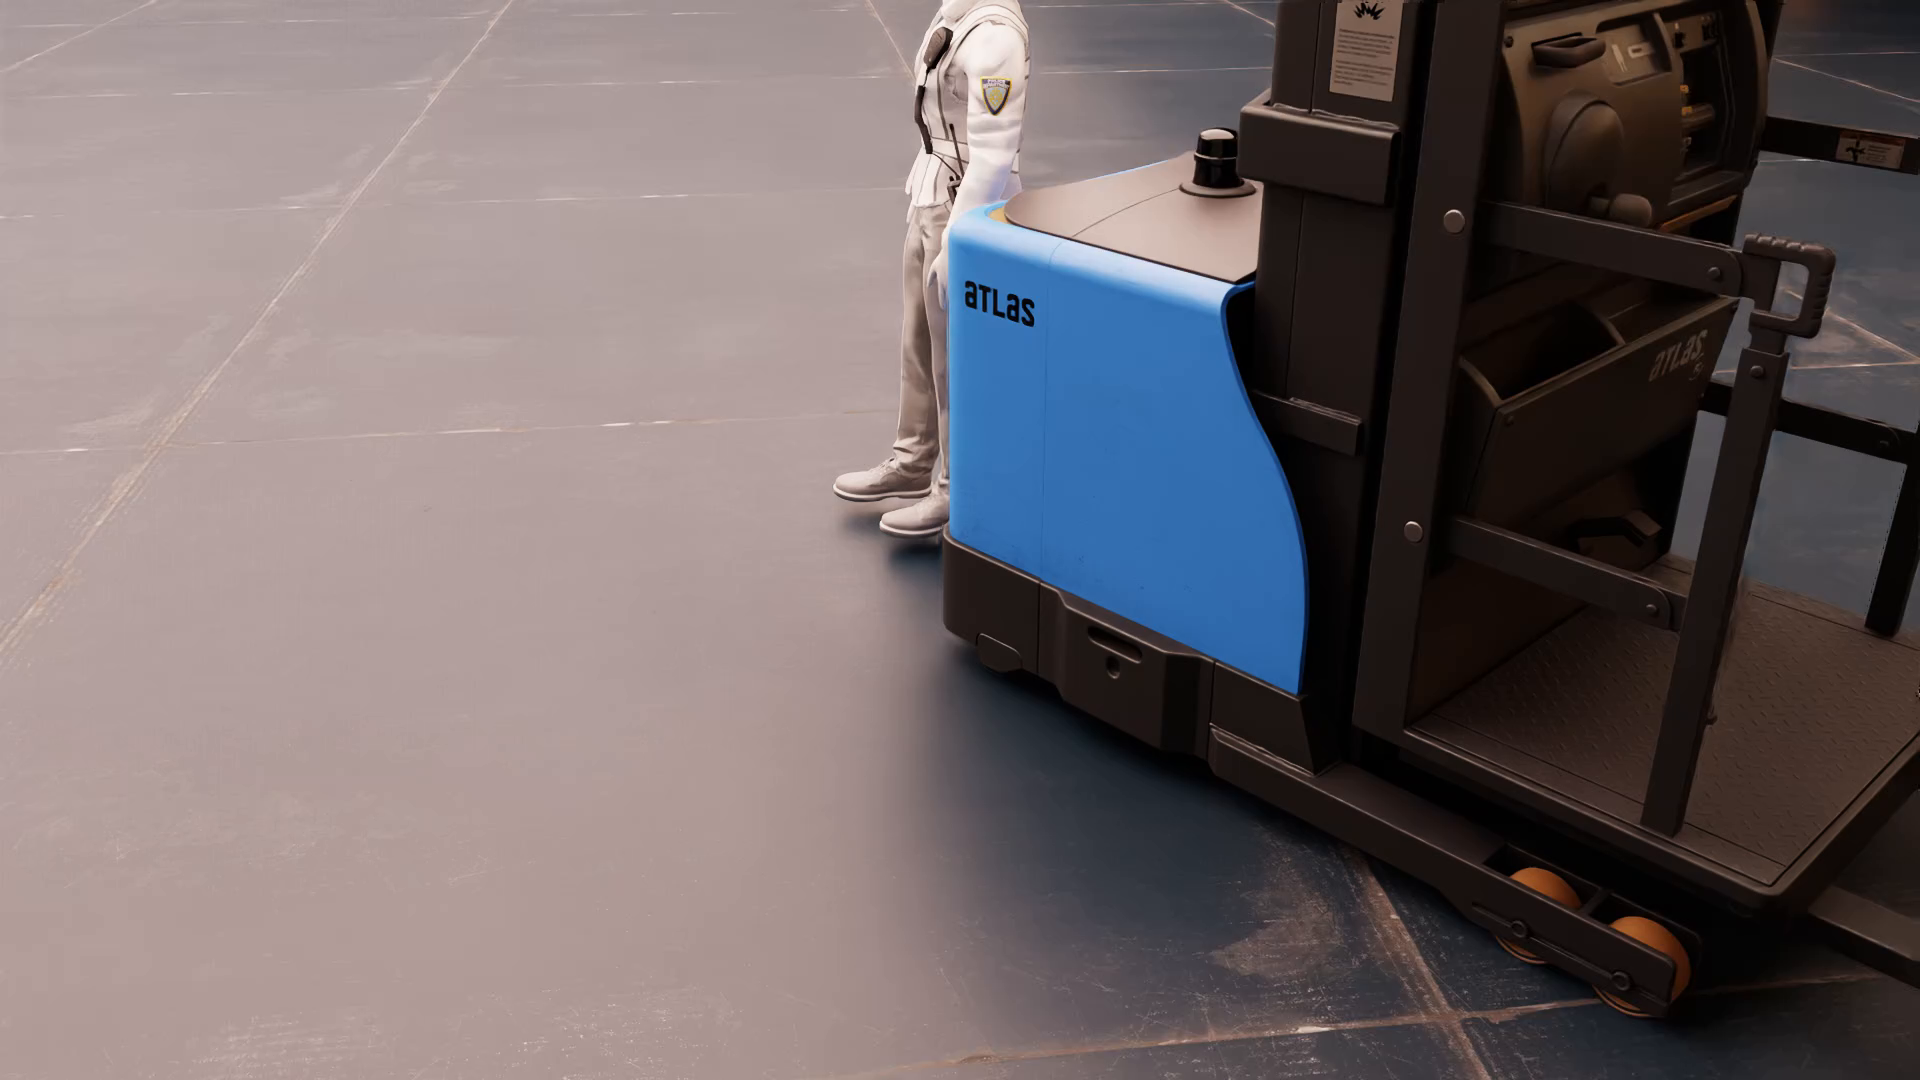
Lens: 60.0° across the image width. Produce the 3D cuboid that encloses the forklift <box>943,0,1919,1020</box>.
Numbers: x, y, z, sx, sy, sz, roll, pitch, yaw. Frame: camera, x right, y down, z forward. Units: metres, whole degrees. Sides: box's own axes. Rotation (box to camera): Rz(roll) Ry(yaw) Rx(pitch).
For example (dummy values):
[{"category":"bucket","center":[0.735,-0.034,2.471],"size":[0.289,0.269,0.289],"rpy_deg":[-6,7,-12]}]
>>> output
[{"category":"forklift","center":[1.343,-0.747,2.780],"size":[1.130,2.935,3.031],"rpy_deg":[-23,34,-39]}]

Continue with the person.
[{"category":"person","center":[-0.069,-0.805,4.216],"size":[0.529,1.694,0.586],"rpy_deg":[-3,26,-7]}]
